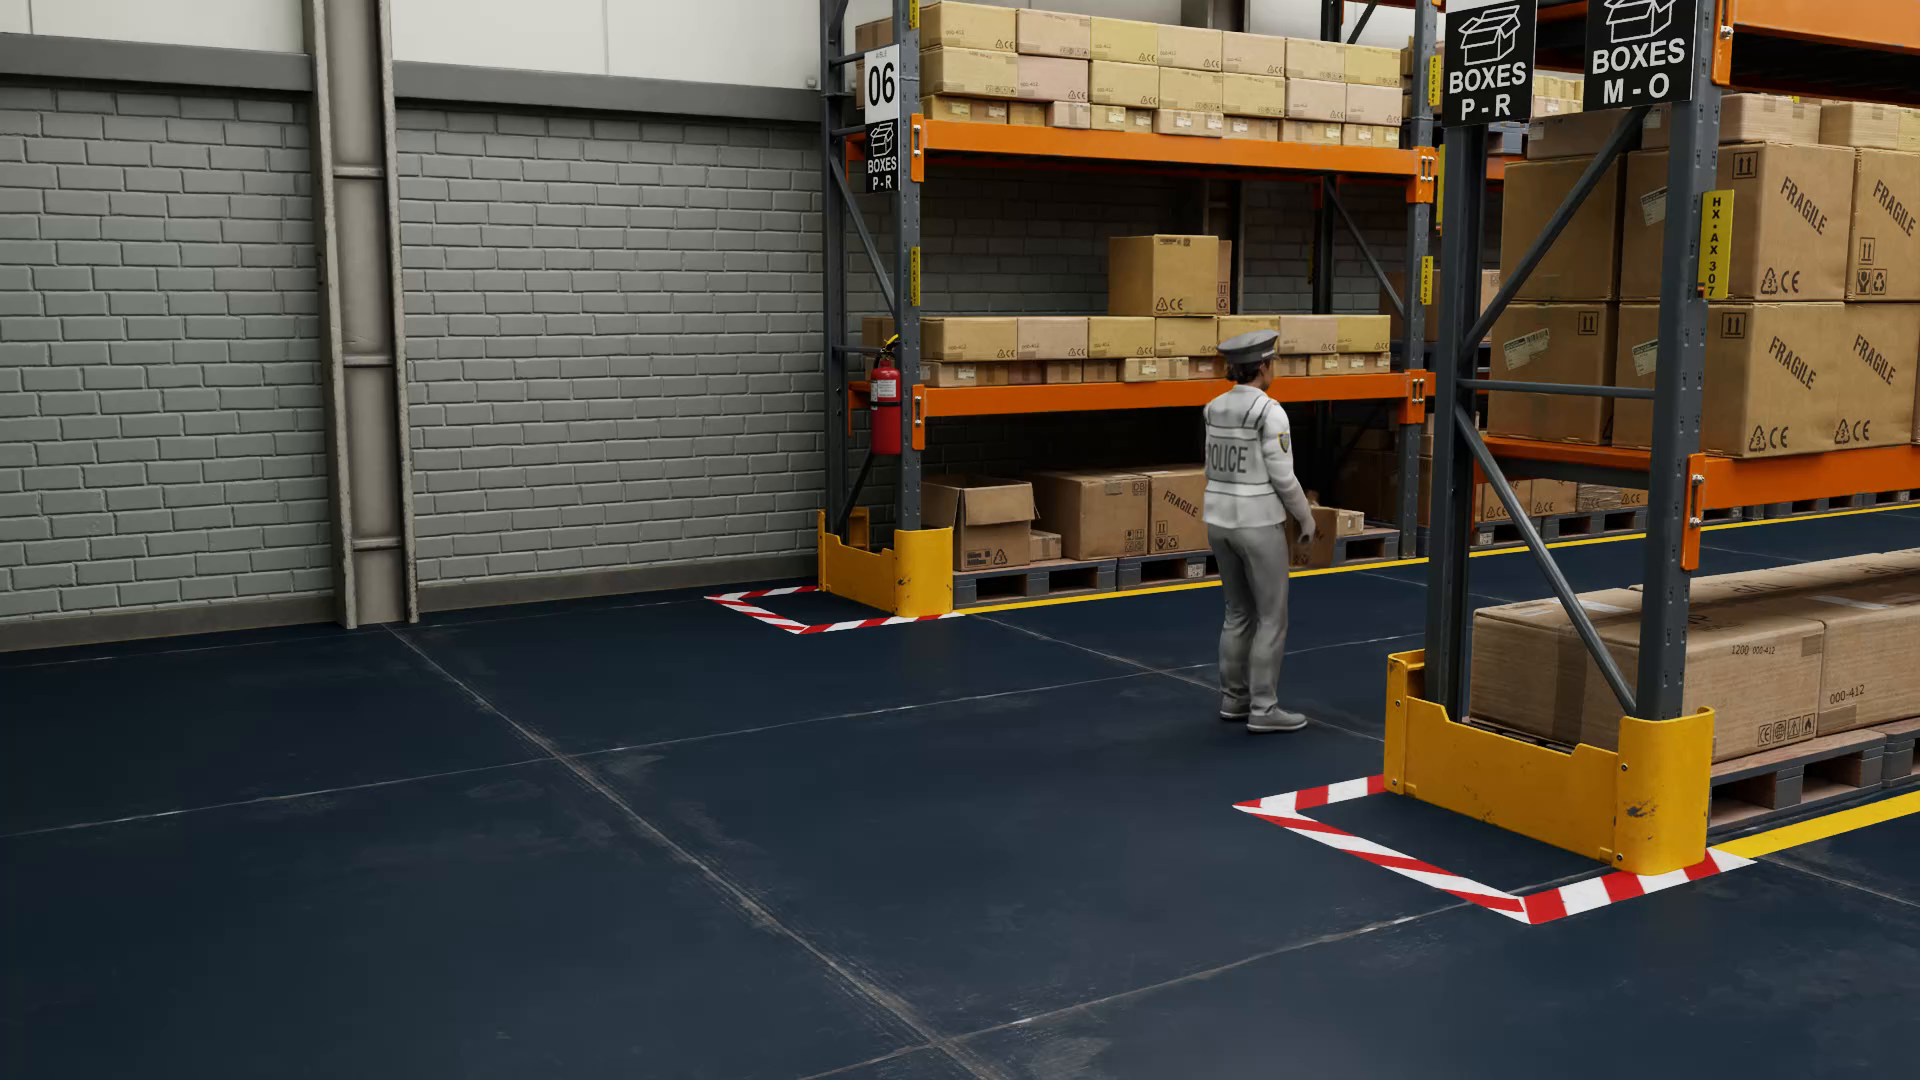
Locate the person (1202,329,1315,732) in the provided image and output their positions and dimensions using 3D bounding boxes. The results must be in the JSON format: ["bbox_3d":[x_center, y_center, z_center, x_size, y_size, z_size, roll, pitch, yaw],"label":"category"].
[{"bbox_3d":[1.257,-0.048,7.073,0.425,1.686,0.498,-5,10,-32],"label":"person"}]
